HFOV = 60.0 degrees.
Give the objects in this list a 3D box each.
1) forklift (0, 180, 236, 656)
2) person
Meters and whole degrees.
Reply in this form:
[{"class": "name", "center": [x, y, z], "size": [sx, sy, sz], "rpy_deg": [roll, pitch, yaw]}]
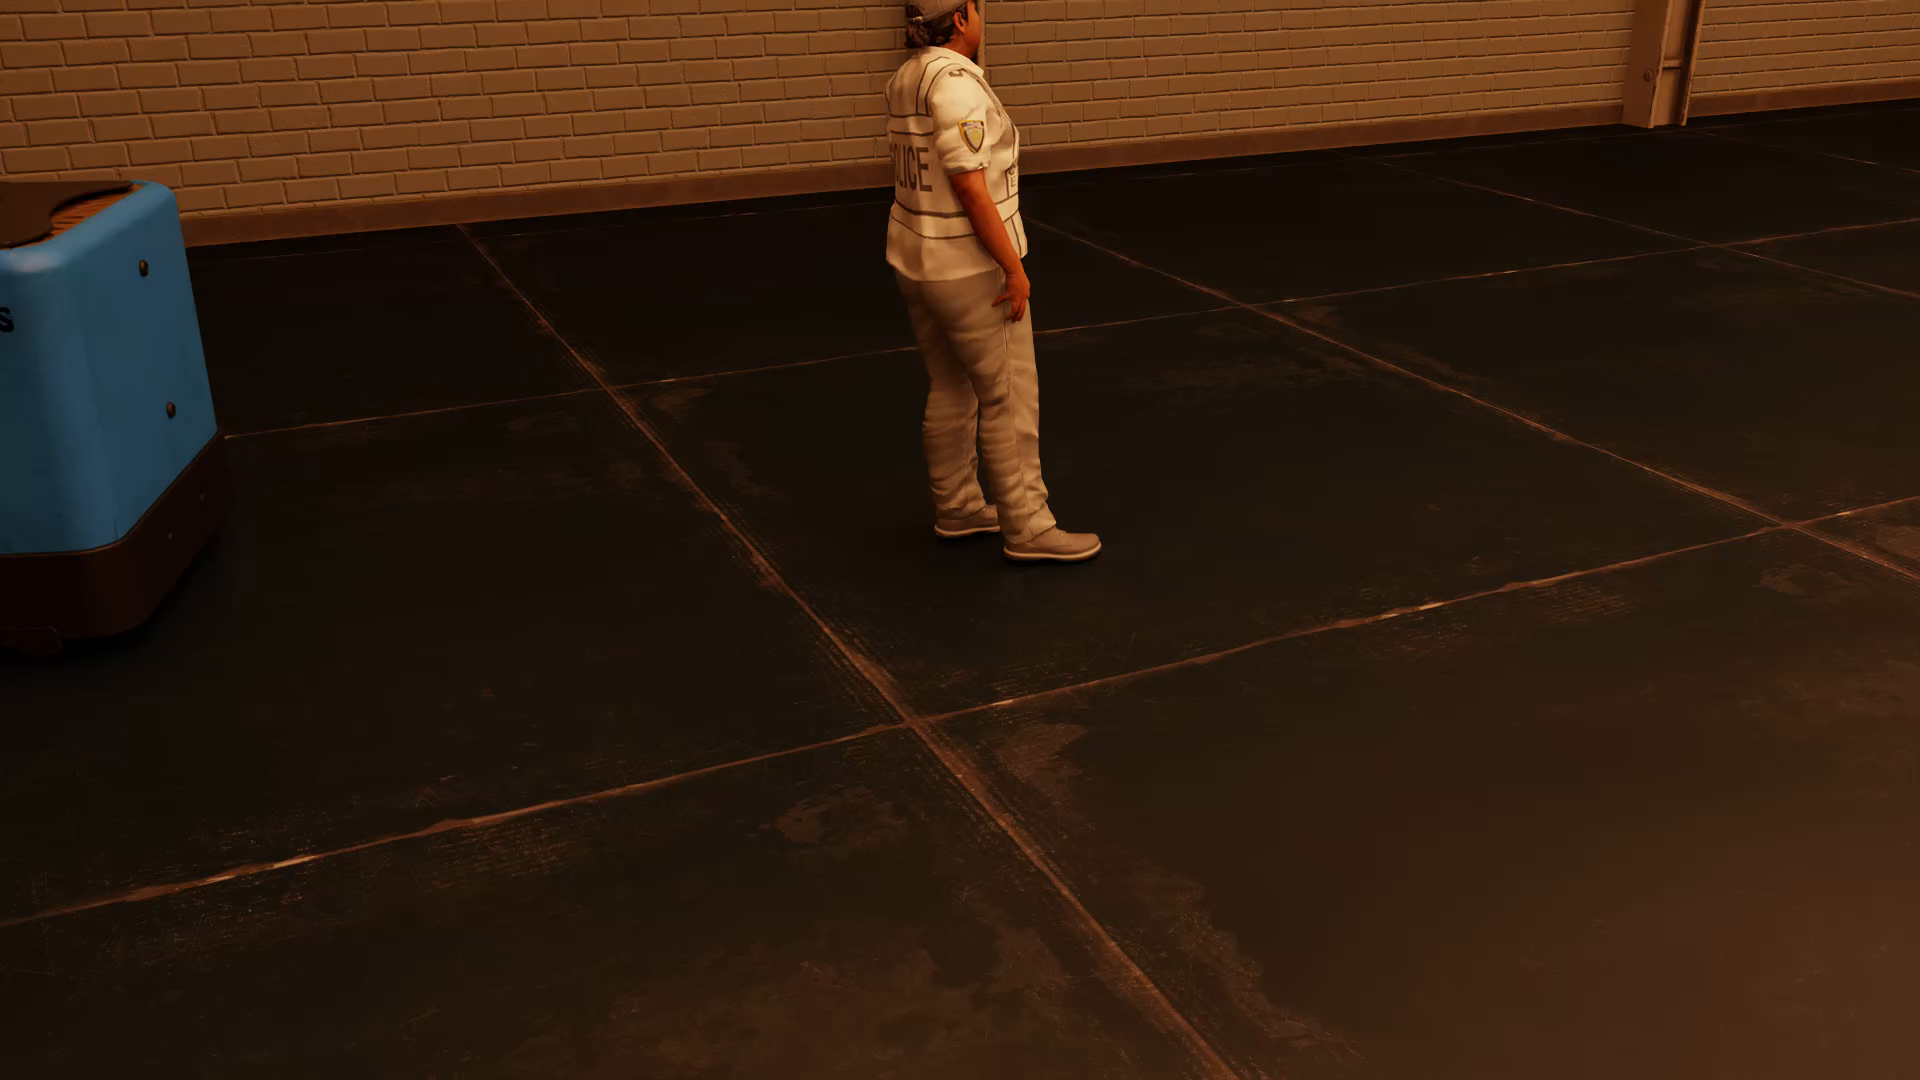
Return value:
[{"class": "forklift", "center": [-3.712, -1.165, 4.090], "size": [3.031, 2.935, 1.130], "rpy_deg": [-3, 23, -6]}, {"class": "person", "center": [0.079, -0.781, 4.795], "size": [0.529, 1.670, 0.599], "rpy_deg": [-10, 25, -23]}]
